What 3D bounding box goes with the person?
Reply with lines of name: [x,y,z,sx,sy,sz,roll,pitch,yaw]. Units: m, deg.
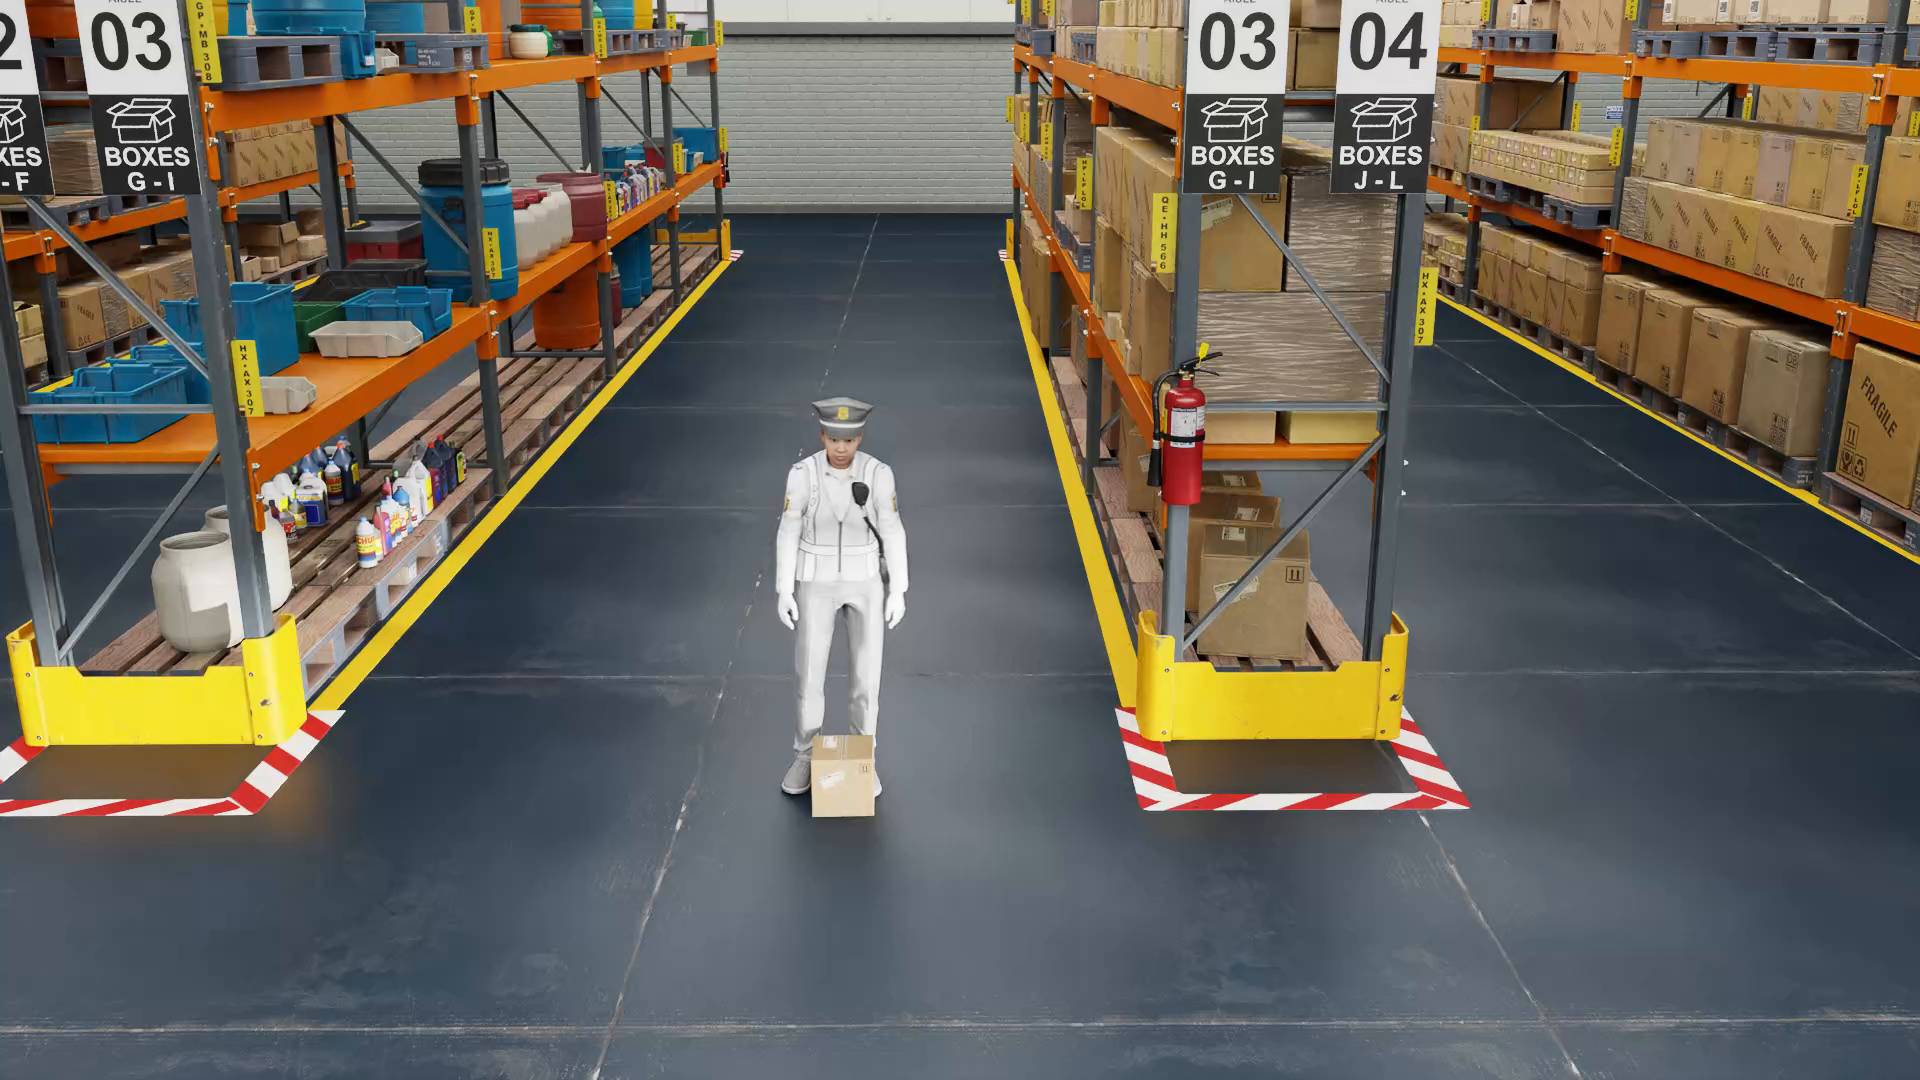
person: [-0.484,0.225,6.815,0.539,1.663,0.405,-1,17,-2]
